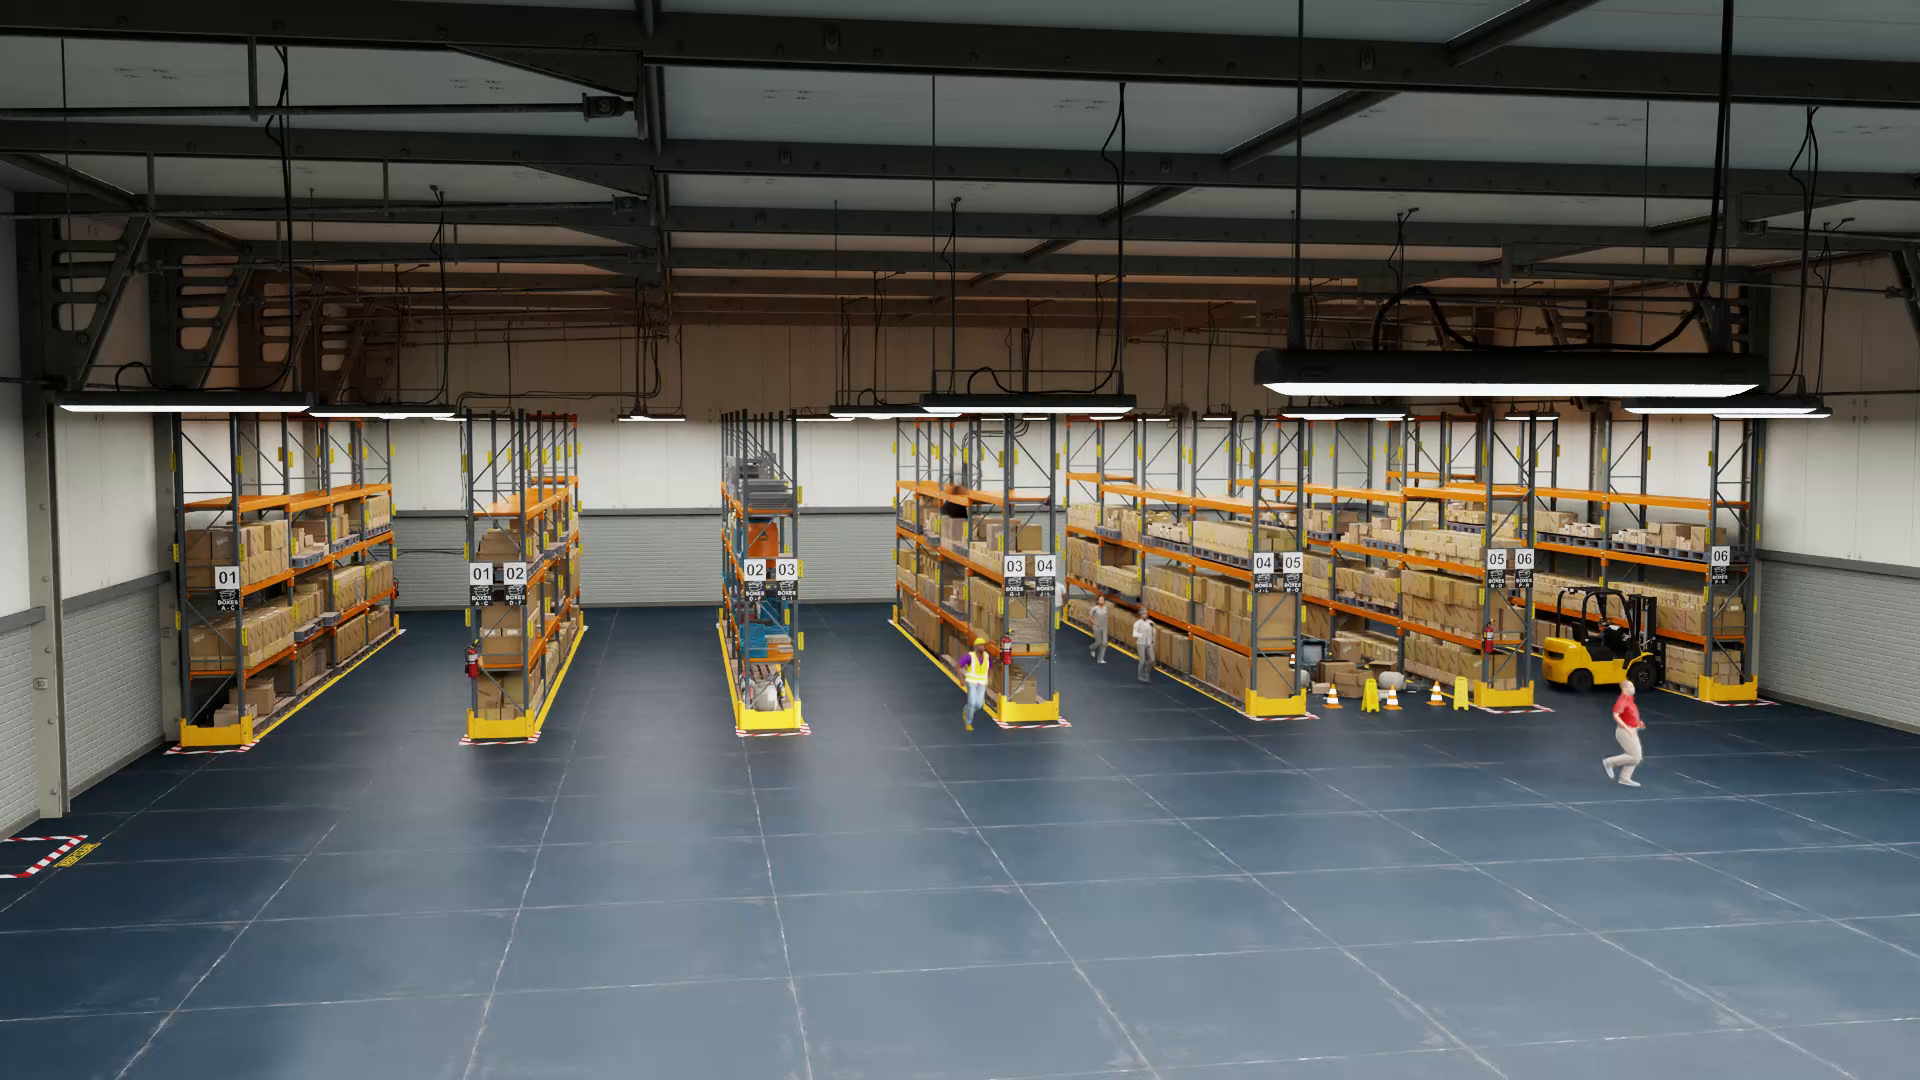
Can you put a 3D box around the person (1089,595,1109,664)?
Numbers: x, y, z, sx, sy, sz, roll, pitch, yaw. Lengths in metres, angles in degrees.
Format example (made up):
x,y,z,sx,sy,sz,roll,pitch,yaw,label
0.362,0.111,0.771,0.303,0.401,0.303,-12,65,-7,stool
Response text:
x,y,z,sx,sy,sz,roll,pitch,yaw,label
3.339,2.126,39.835,0.546,1.633,0.733,-1,4,-20,person

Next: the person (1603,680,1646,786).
x,y,z,sx,sy,sz,roll,pitch,yaw,label
10.519,3.054,26.322,0.599,1.684,0.670,2,5,28,person

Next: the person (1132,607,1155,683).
x,y,z,sx,sy,sz,roll,pitch,yaw,label
4.104,2.329,36.674,0.596,1.684,0.614,-1,4,-13,person

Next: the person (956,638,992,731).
x,y,z,sx,sy,sz,roll,pitch,yaw,label
0.291,2.697,31.317,0.746,1.699,0.640,-2,4,-23,person

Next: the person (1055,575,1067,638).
x,y,z,sx,sy,sz,roll,pitch,yaw,label
2.526,1.767,44.454,0.701,1.727,0.538,0,4,-4,person
